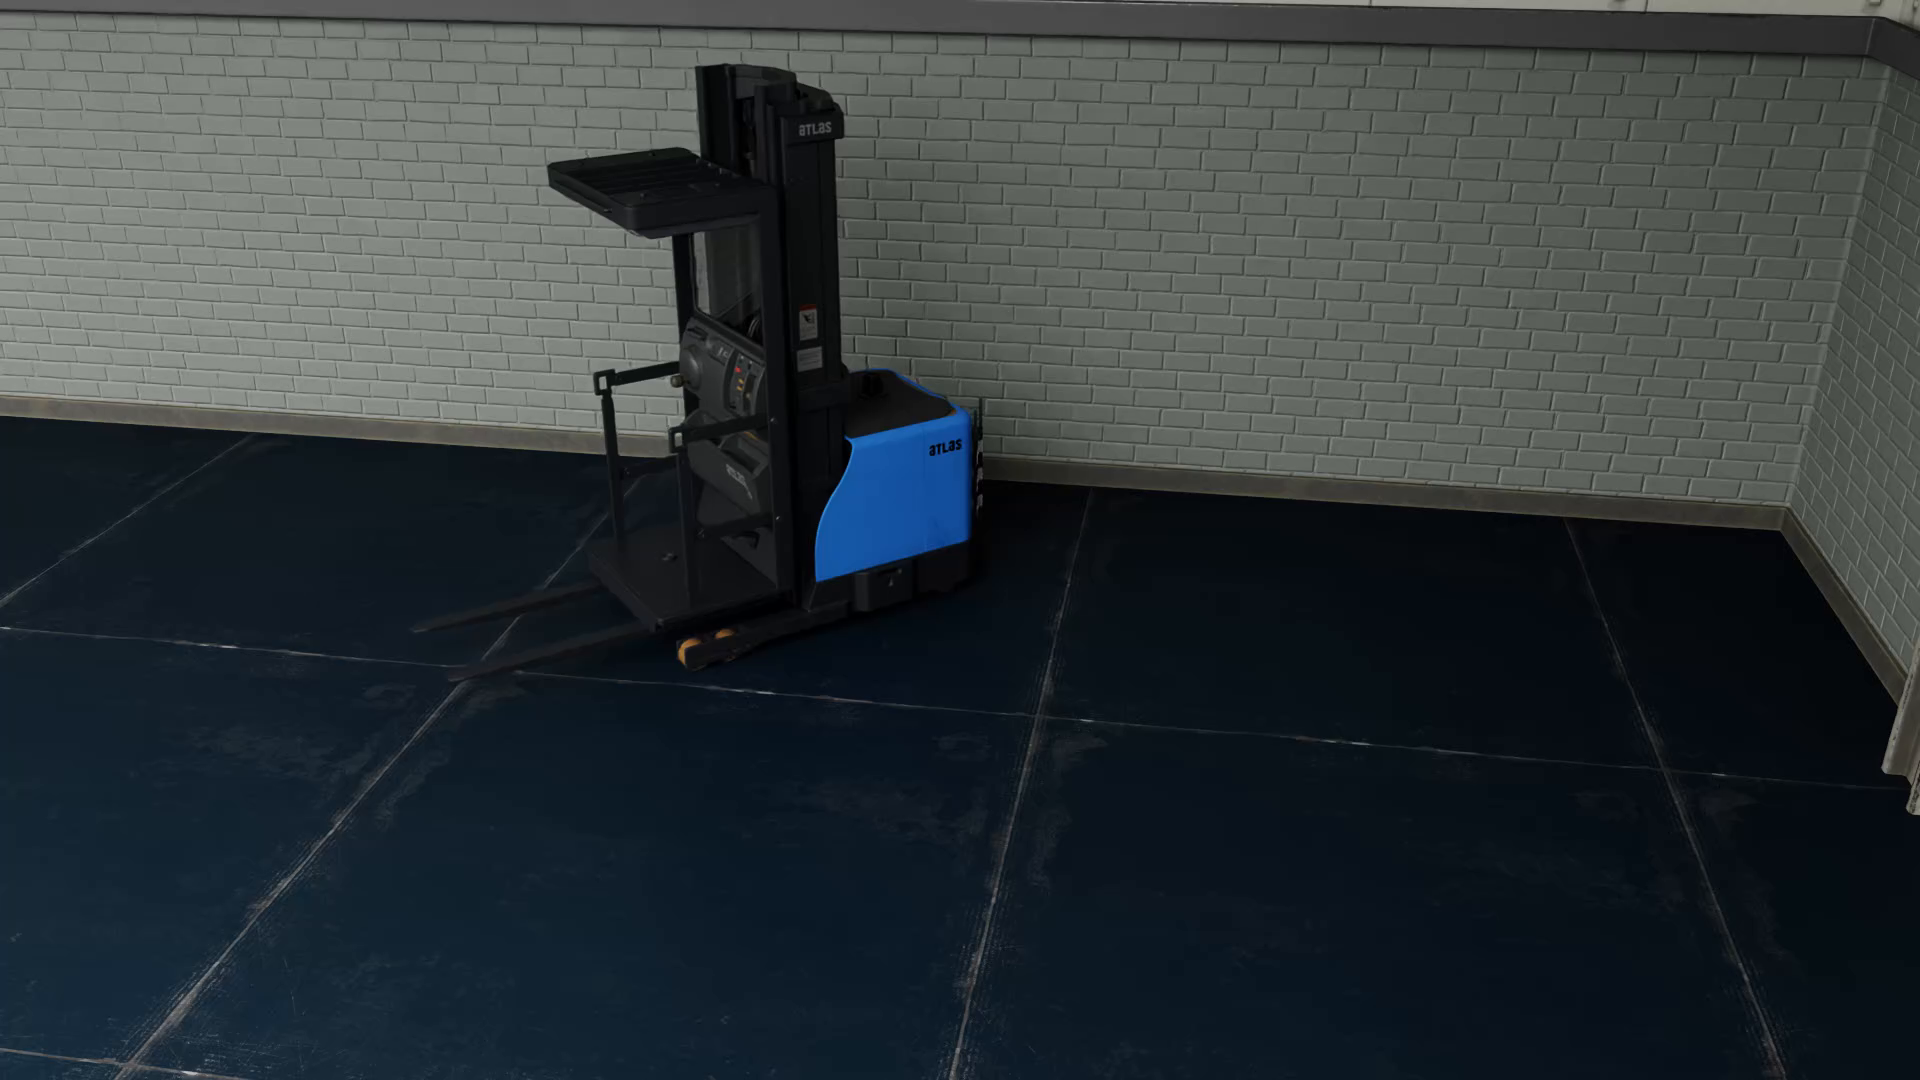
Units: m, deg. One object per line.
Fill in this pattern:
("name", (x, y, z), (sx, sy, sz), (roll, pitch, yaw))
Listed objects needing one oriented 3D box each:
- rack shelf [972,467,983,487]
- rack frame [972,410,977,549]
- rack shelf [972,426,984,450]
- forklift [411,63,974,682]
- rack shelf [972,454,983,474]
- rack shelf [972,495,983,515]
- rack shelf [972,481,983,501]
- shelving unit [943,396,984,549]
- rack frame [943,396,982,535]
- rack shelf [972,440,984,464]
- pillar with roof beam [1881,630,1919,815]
("rack shelf", (-0.001, -0.374, 10.066), (0.258, 0.077, 0.200), (4, 25, 9))
("rack frame", (-0.018, -0.362, 9.961), (0.240, 0.900, 0.006), (4, 25, 9))
("rack shelf", (-0.001, -0.619, 9.952), (0.258, 0.077, 0.200), (4, 25, 9))
("forklift", (-1.434, -0.894, 8.703), (3.031, 2.935, 1.130), (-15, 29, -29))
("rack shelf", (-0.001, -0.455, 10.028), (0.258, 0.077, 0.200), (4, 25, 9))
("rack shelf", (-0.001, -0.211, 10.142), (0.258, 0.077, 0.200), (4, 25, 9))
("rack shelf", (-0.001, -0.292, 10.104), (0.258, 0.077, 0.200), (4, 25, 9))
("shelving unit", (-0.001, -0.404, 10.052), (0.258, 0.900, 0.210), (4, 25, 9))
("rack frame", (0.015, -0.447, 10.143), (0.240, 0.900, 0.006), (4, 25, 9))
("rack shelf", (-0.001, -0.537, 9.990), (0.258, 0.077, 0.200), (4, 25, 9))
("pillar with roof beam", (0.268, -3.197, 6.466), (9.100, 9.000, 0.400), (4, 25, 9))
